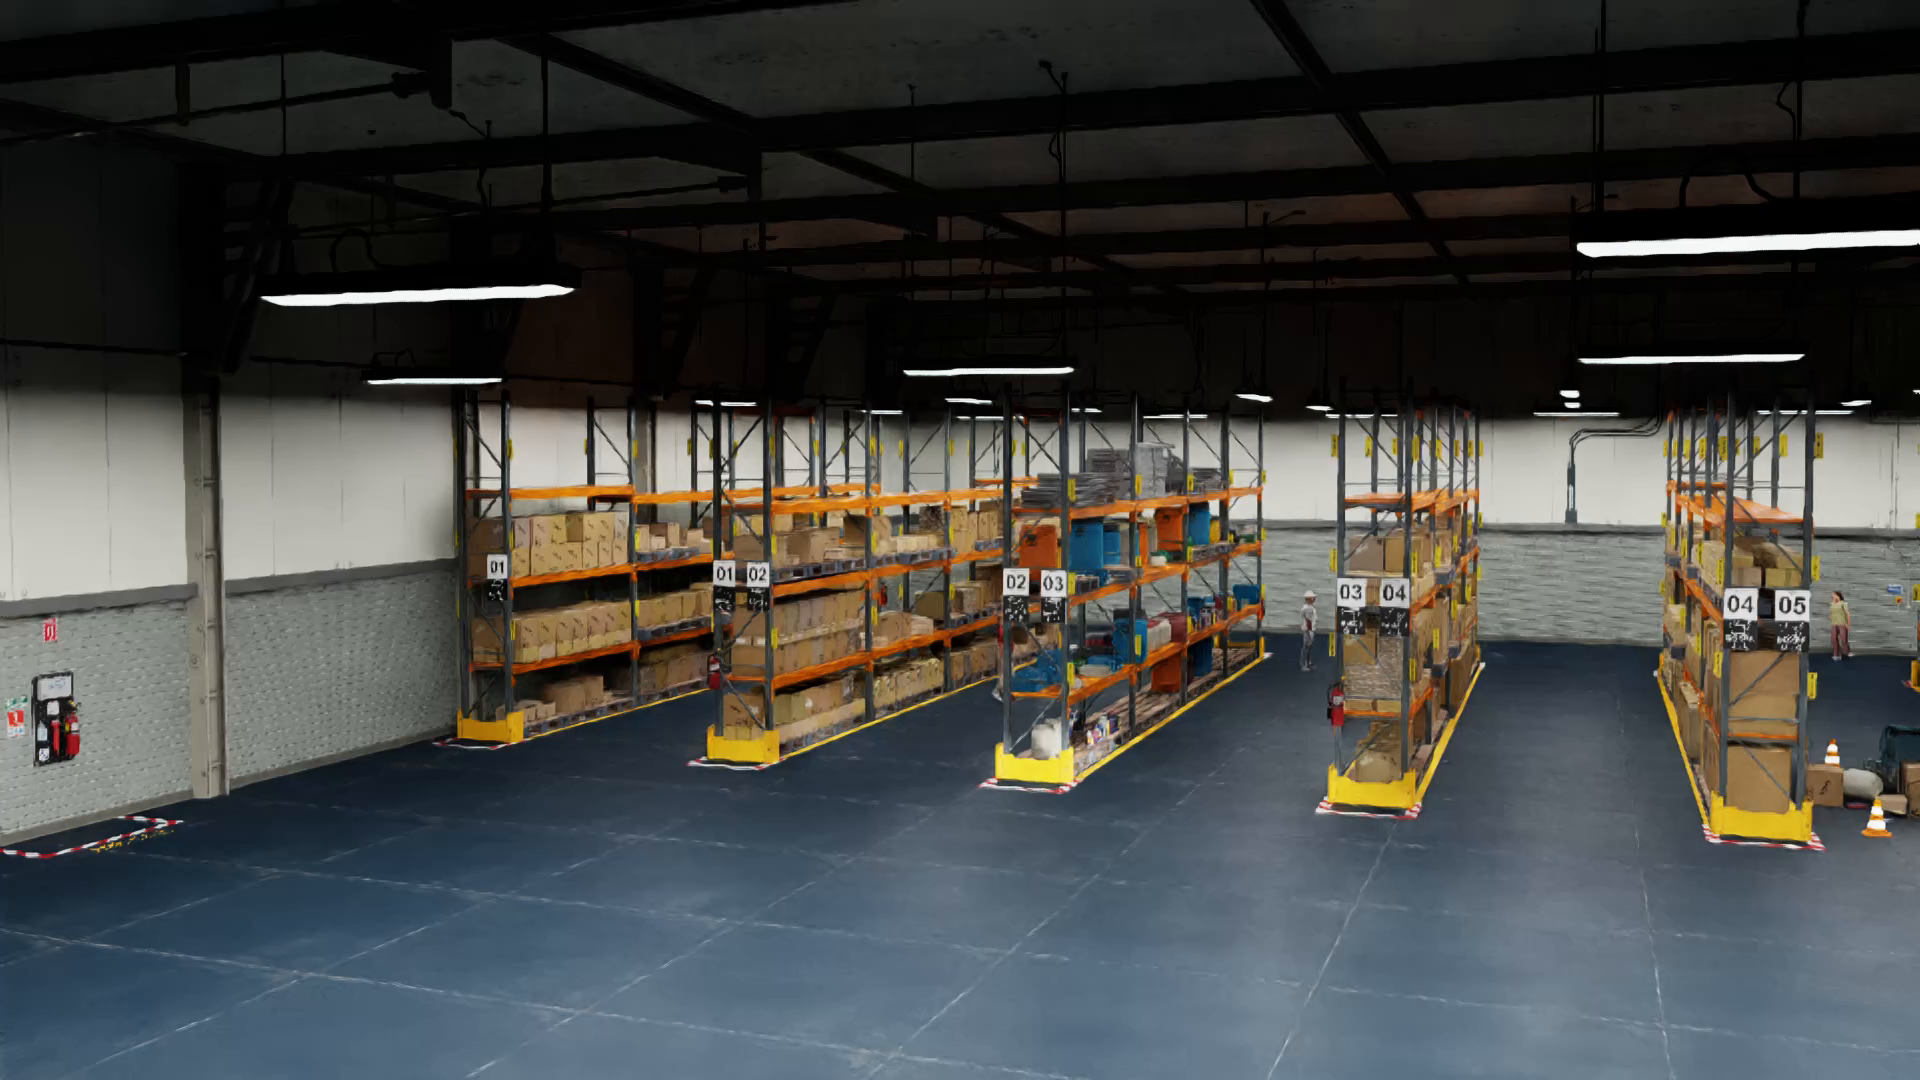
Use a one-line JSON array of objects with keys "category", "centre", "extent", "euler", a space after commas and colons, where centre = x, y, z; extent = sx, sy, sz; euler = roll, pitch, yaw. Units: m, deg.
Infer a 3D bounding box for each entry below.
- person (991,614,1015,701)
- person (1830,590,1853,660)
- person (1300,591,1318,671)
[{"category": "person", "centre": [0.838, 2.329, 32.861], "extent": [0.461, 1.724, 0.586], "euler": [0, 3, -5]}, {"category": "person", "centre": [20.889, 2.007, 39.410], "extent": [0.532, 1.658, 0.514], "euler": [-2, 4, -33]}, {"category": "person", "centre": [7.861, 2.025, 37.440], "extent": [0.402, 1.788, 0.690], "euler": [1, 3, 11]}]
